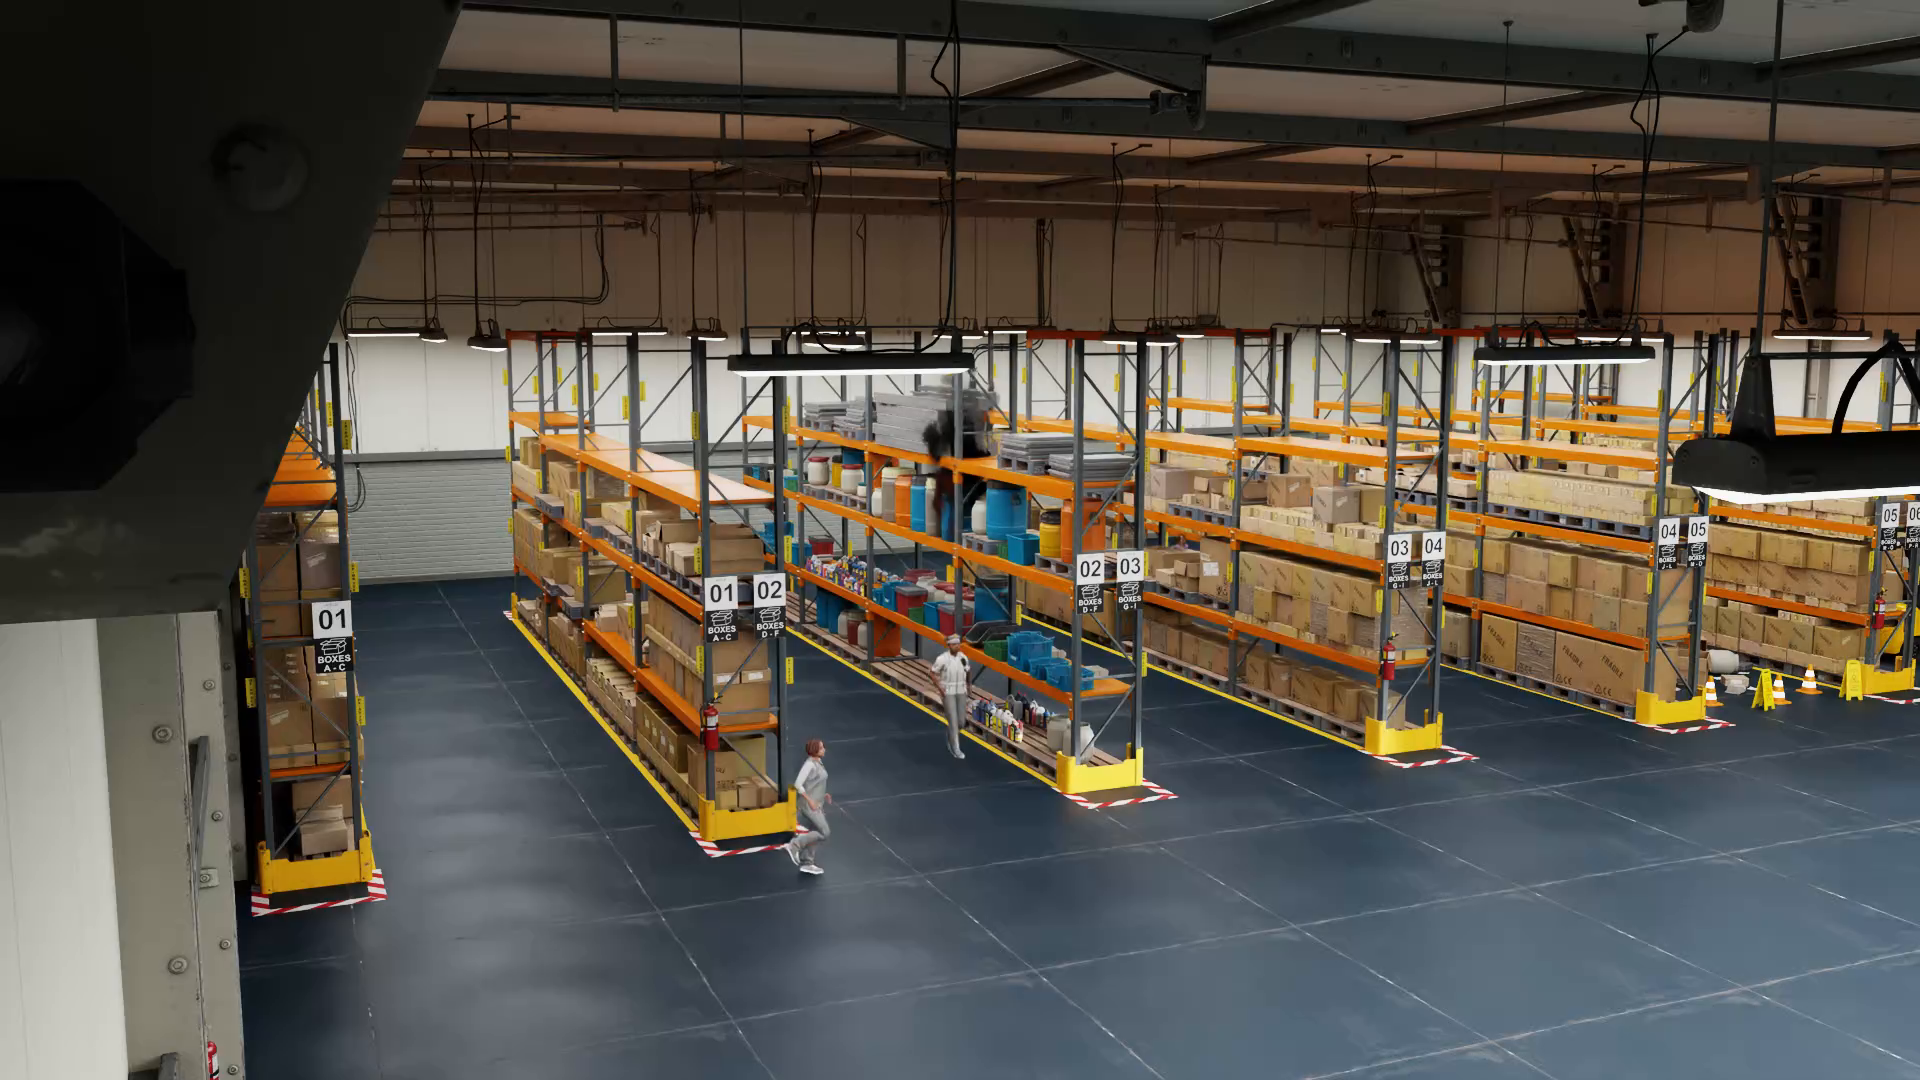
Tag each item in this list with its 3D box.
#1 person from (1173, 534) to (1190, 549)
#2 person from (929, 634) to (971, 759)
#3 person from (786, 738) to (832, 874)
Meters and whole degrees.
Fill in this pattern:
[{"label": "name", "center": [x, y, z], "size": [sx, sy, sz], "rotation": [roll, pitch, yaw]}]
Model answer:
[{"label": "person", "center": [4.802, 0.640, 36.290], "size": [0.537, 1.578, 0.598], "rotation": [-3, 8, -19]}, {"label": "person", "center": [-0.112, 2.117, 22.852], "size": [0.598, 1.708, 0.640], "rotation": [-4, 9, -25]}, {"label": "person", "center": [-1.714, 3.018, 18.866], "size": [0.511, 1.571, 0.536], "rotation": [0, 8, 3]}]
